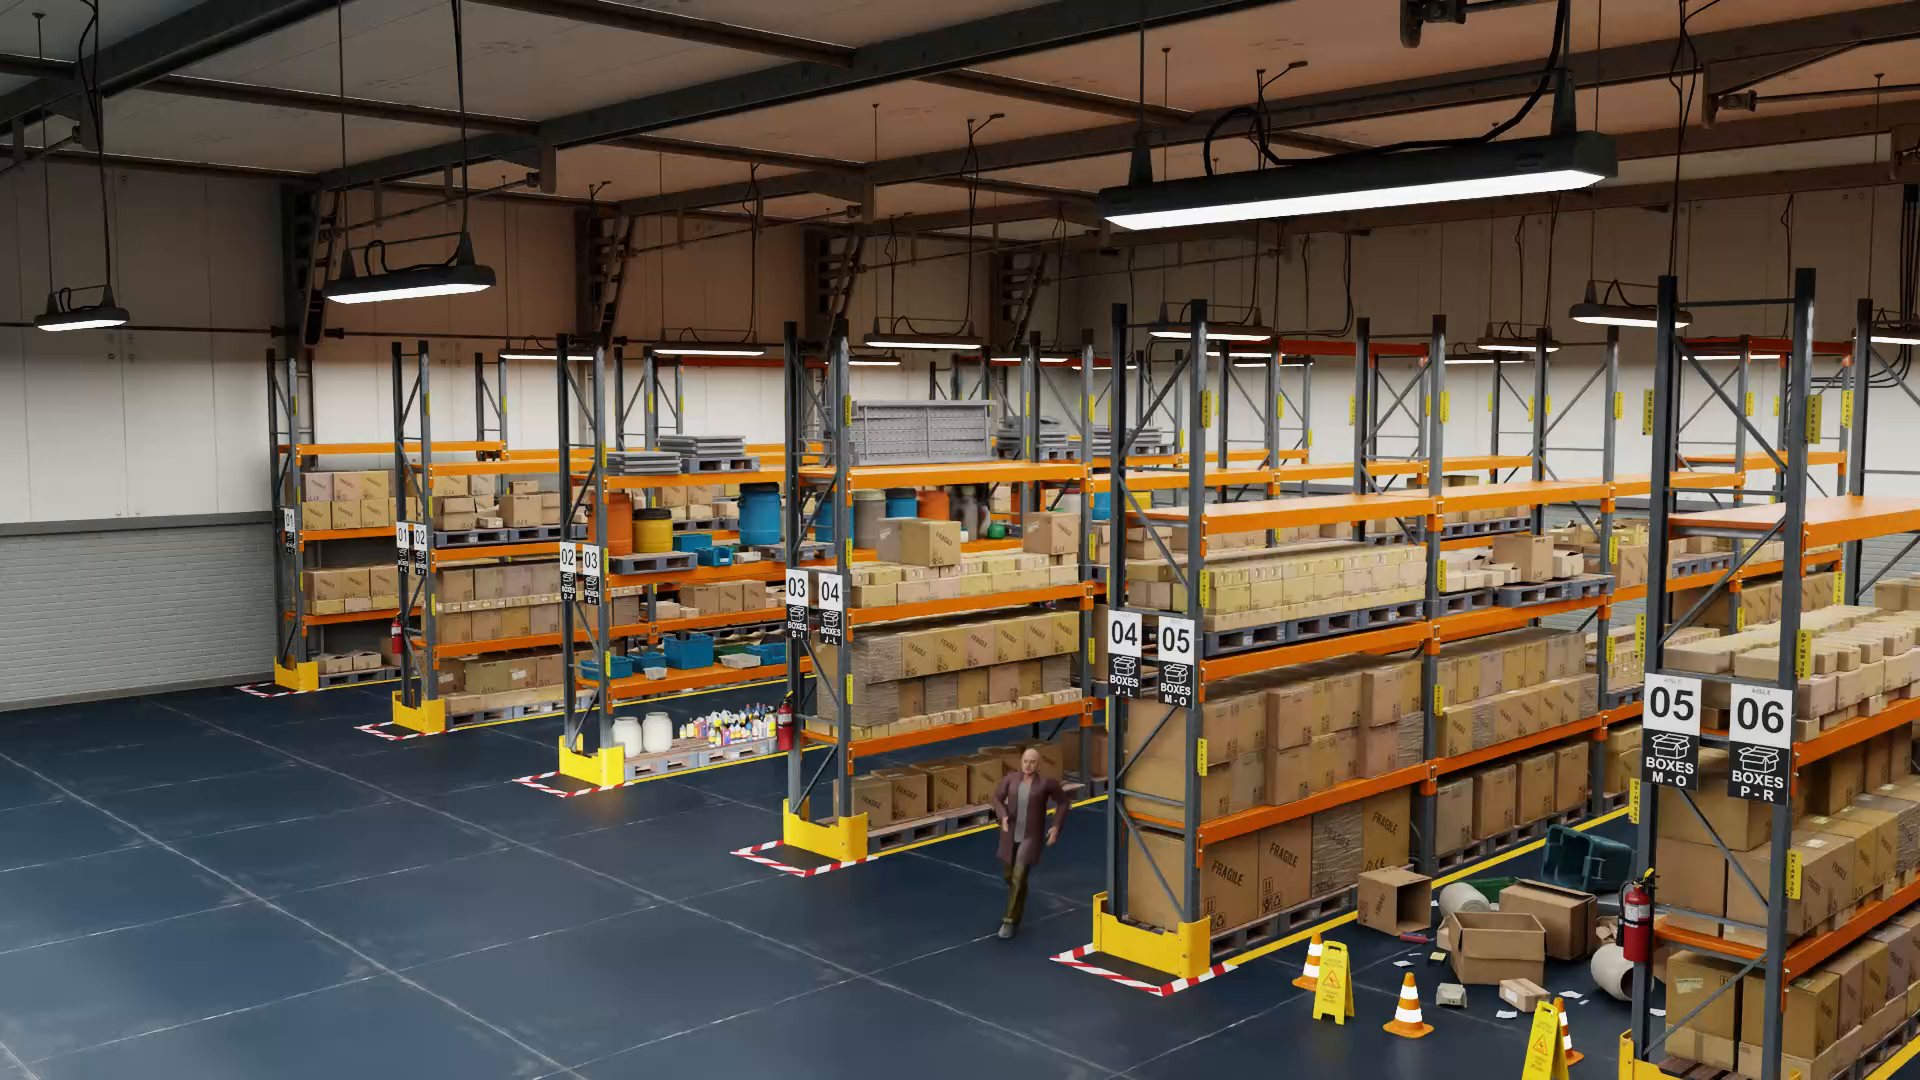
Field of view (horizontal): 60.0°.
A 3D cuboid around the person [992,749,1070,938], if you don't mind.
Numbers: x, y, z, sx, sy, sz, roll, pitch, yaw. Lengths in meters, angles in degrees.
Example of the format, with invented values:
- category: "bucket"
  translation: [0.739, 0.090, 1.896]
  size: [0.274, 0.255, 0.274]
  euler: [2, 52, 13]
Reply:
- category: "person"
  translation: [0.661, 2.886, 16.115]
  size: [0.760, 1.764, 0.937]
  euler: [2, 5, 22]

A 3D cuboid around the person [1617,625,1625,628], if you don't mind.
- category: "person"
  translation: [10.313, 2.088, 26.032]
  size: [0.482, 1.526, 0.616]
  euler: [-4, 6, -35]
